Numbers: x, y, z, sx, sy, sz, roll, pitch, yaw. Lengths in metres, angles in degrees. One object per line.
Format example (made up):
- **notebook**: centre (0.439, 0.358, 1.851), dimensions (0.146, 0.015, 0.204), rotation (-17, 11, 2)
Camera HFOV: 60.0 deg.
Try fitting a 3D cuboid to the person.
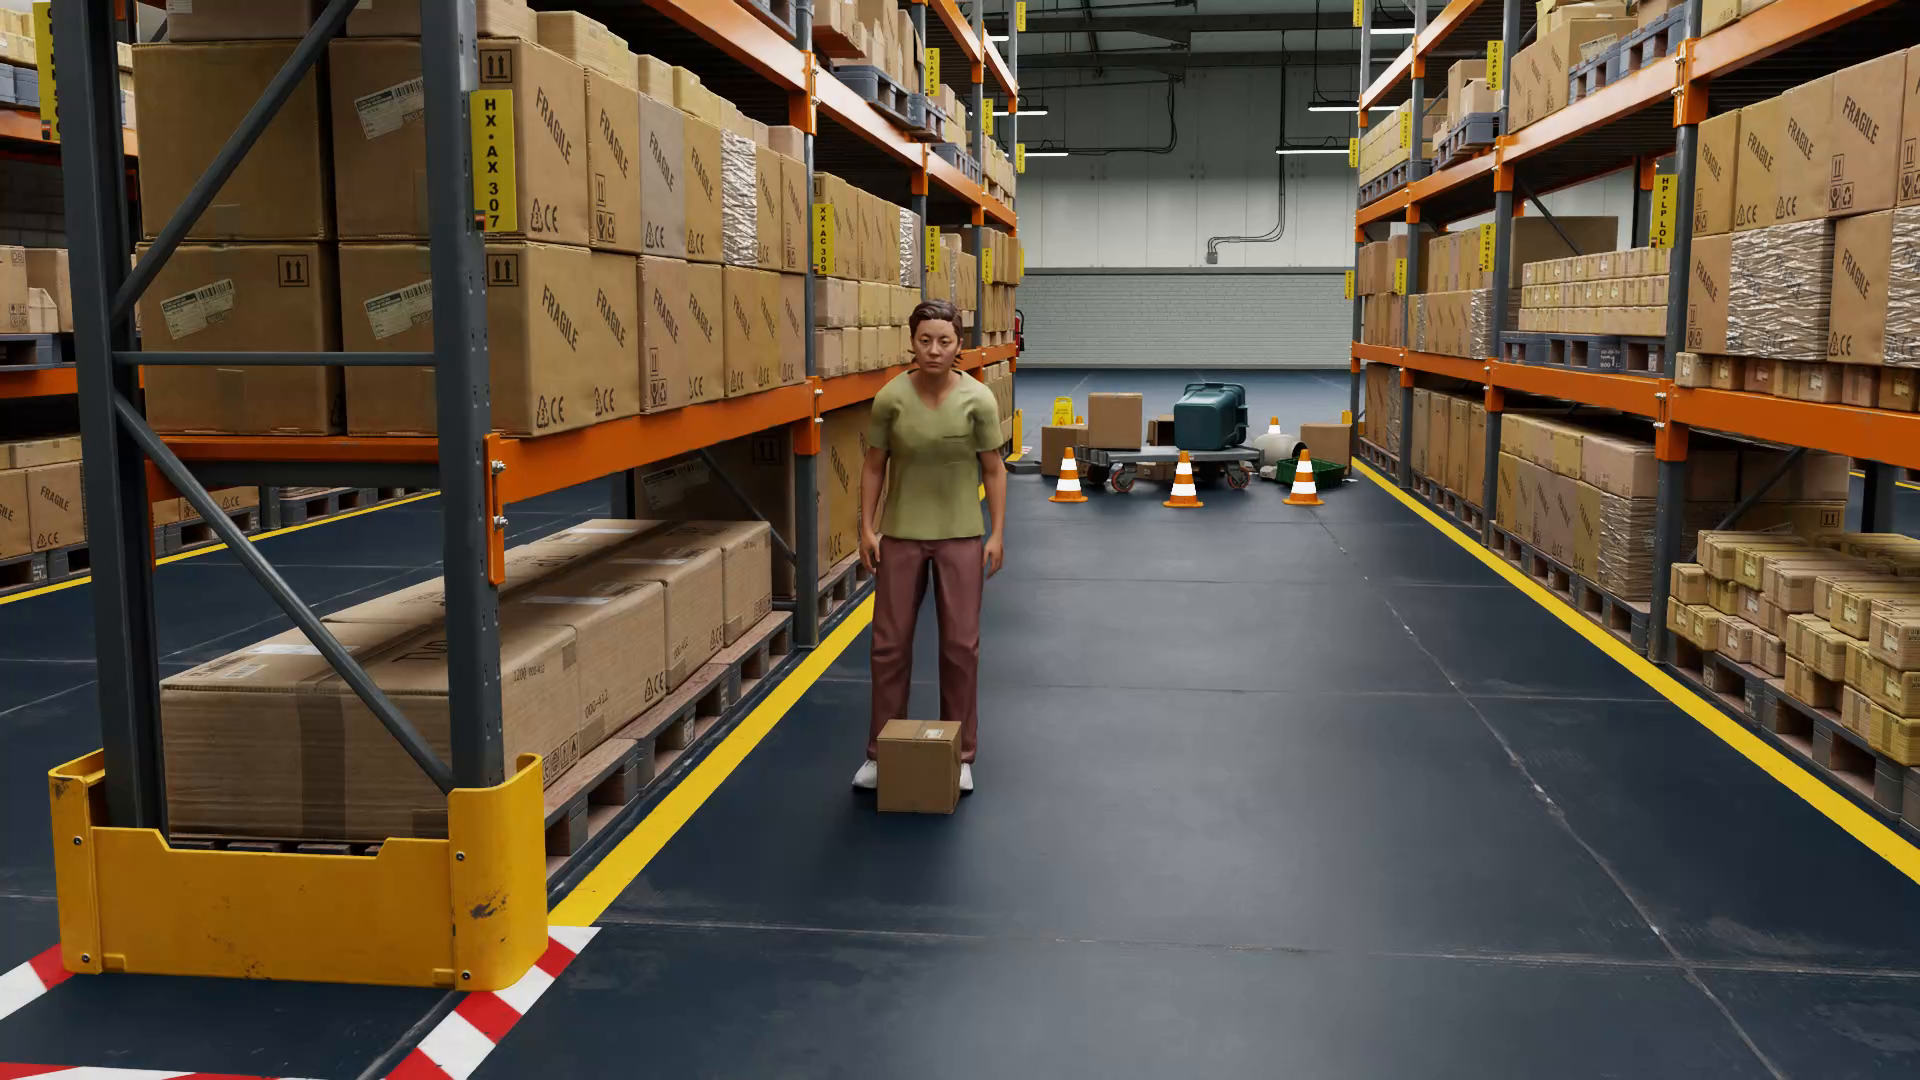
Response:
- **person**: centre (-0.103, 0.016, 5.691), dimensions (0.519, 1.671, 0.365), rotation (1, 8, 4)
